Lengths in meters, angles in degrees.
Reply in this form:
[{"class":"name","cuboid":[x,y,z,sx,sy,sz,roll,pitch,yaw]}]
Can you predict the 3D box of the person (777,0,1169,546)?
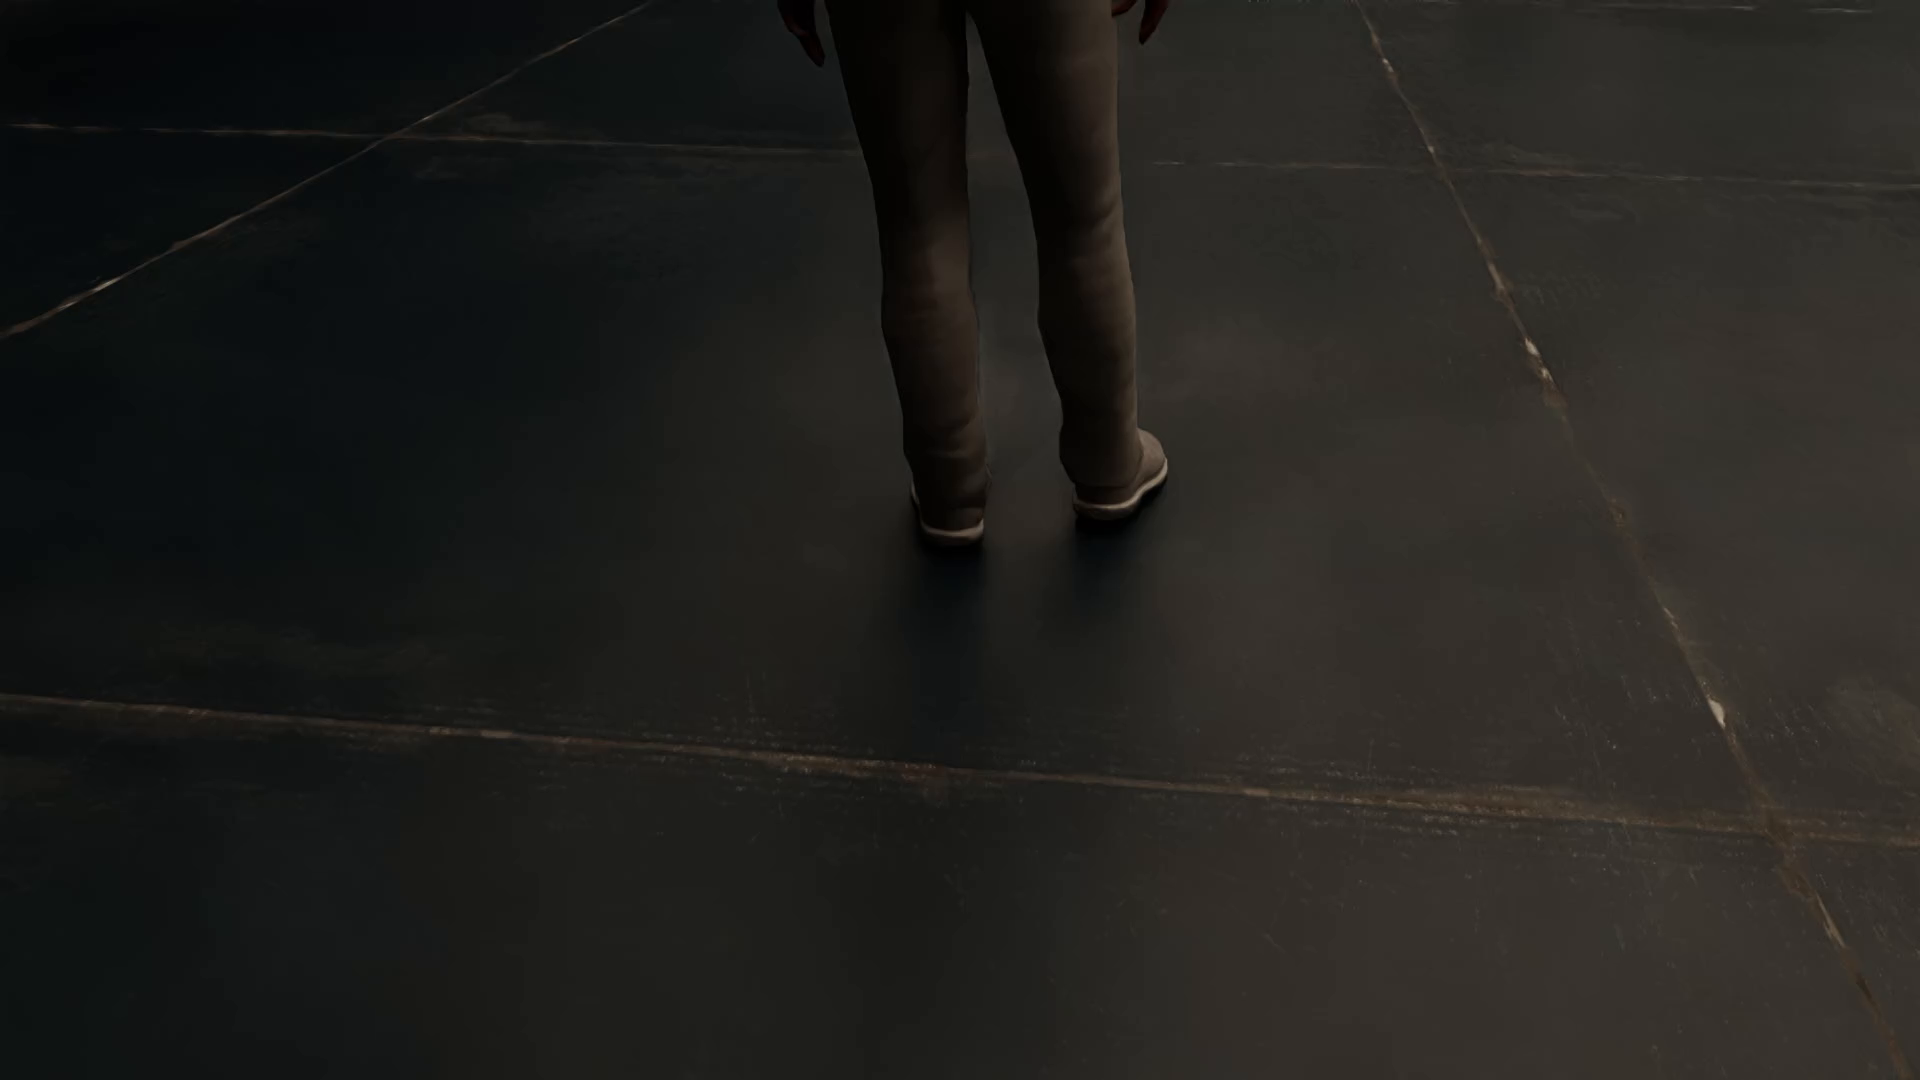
[{"class":"person","cuboid":[0.029,-0.796,2.183,0.570,1.693,0.529,3,27,7]}]
